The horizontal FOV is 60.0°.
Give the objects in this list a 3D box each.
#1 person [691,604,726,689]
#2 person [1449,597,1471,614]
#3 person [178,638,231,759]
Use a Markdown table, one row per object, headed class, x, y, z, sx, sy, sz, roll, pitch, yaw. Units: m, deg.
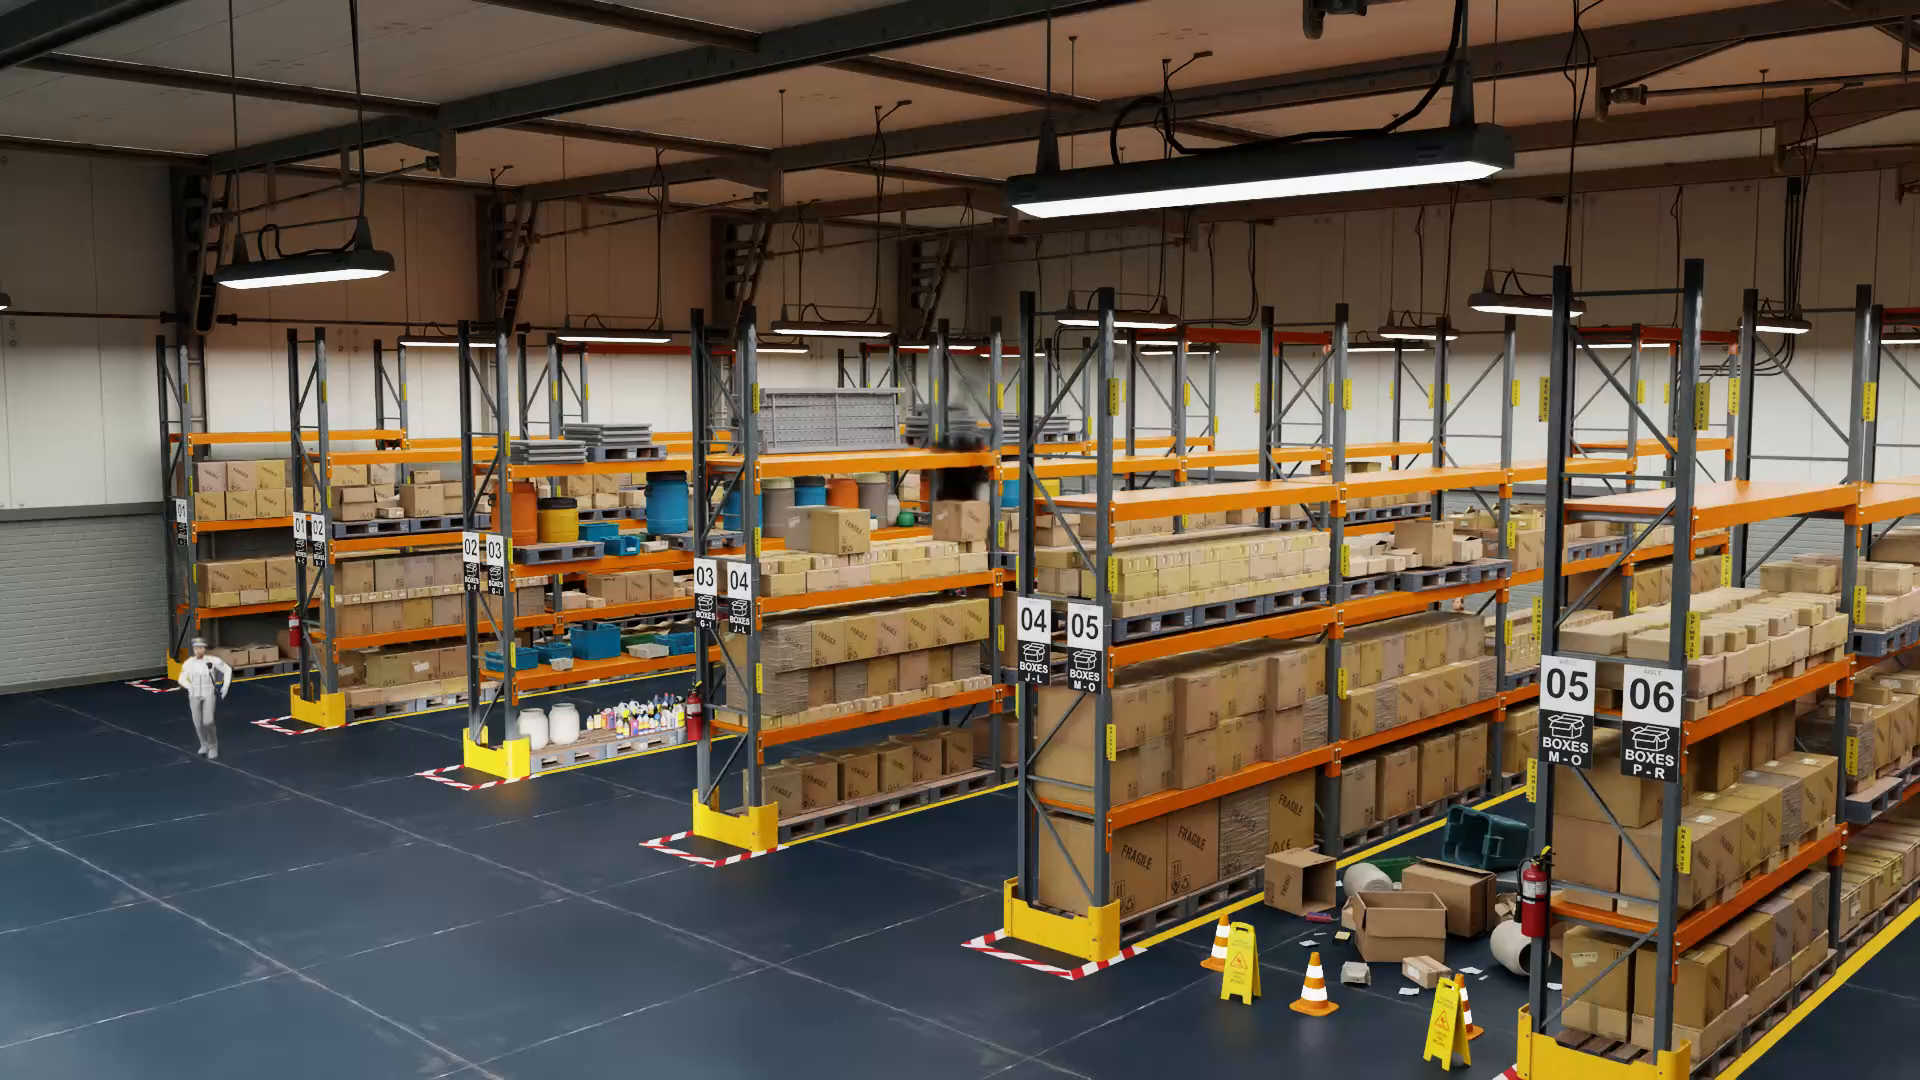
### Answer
| class | x | y | z | sx | sy | sz | roll | pitch | yaw |
| --- | --- | --- | --- | --- | --- | --- | --- | --- | --- |
| person | -4.199 | 1.657 | 28.170 | 0.643 | 1.782 | 0.848 | 4 | 6 | 34 |
| person | 8.317 | 1.741 | 27.834 | 0.598 | 1.635 | 0.540 | 4 | 7 | 38 |
| person | -10.419 | 2.189 | 22.922 | 0.636 | 1.724 | 0.682 | -1 | 5 | -12 |
